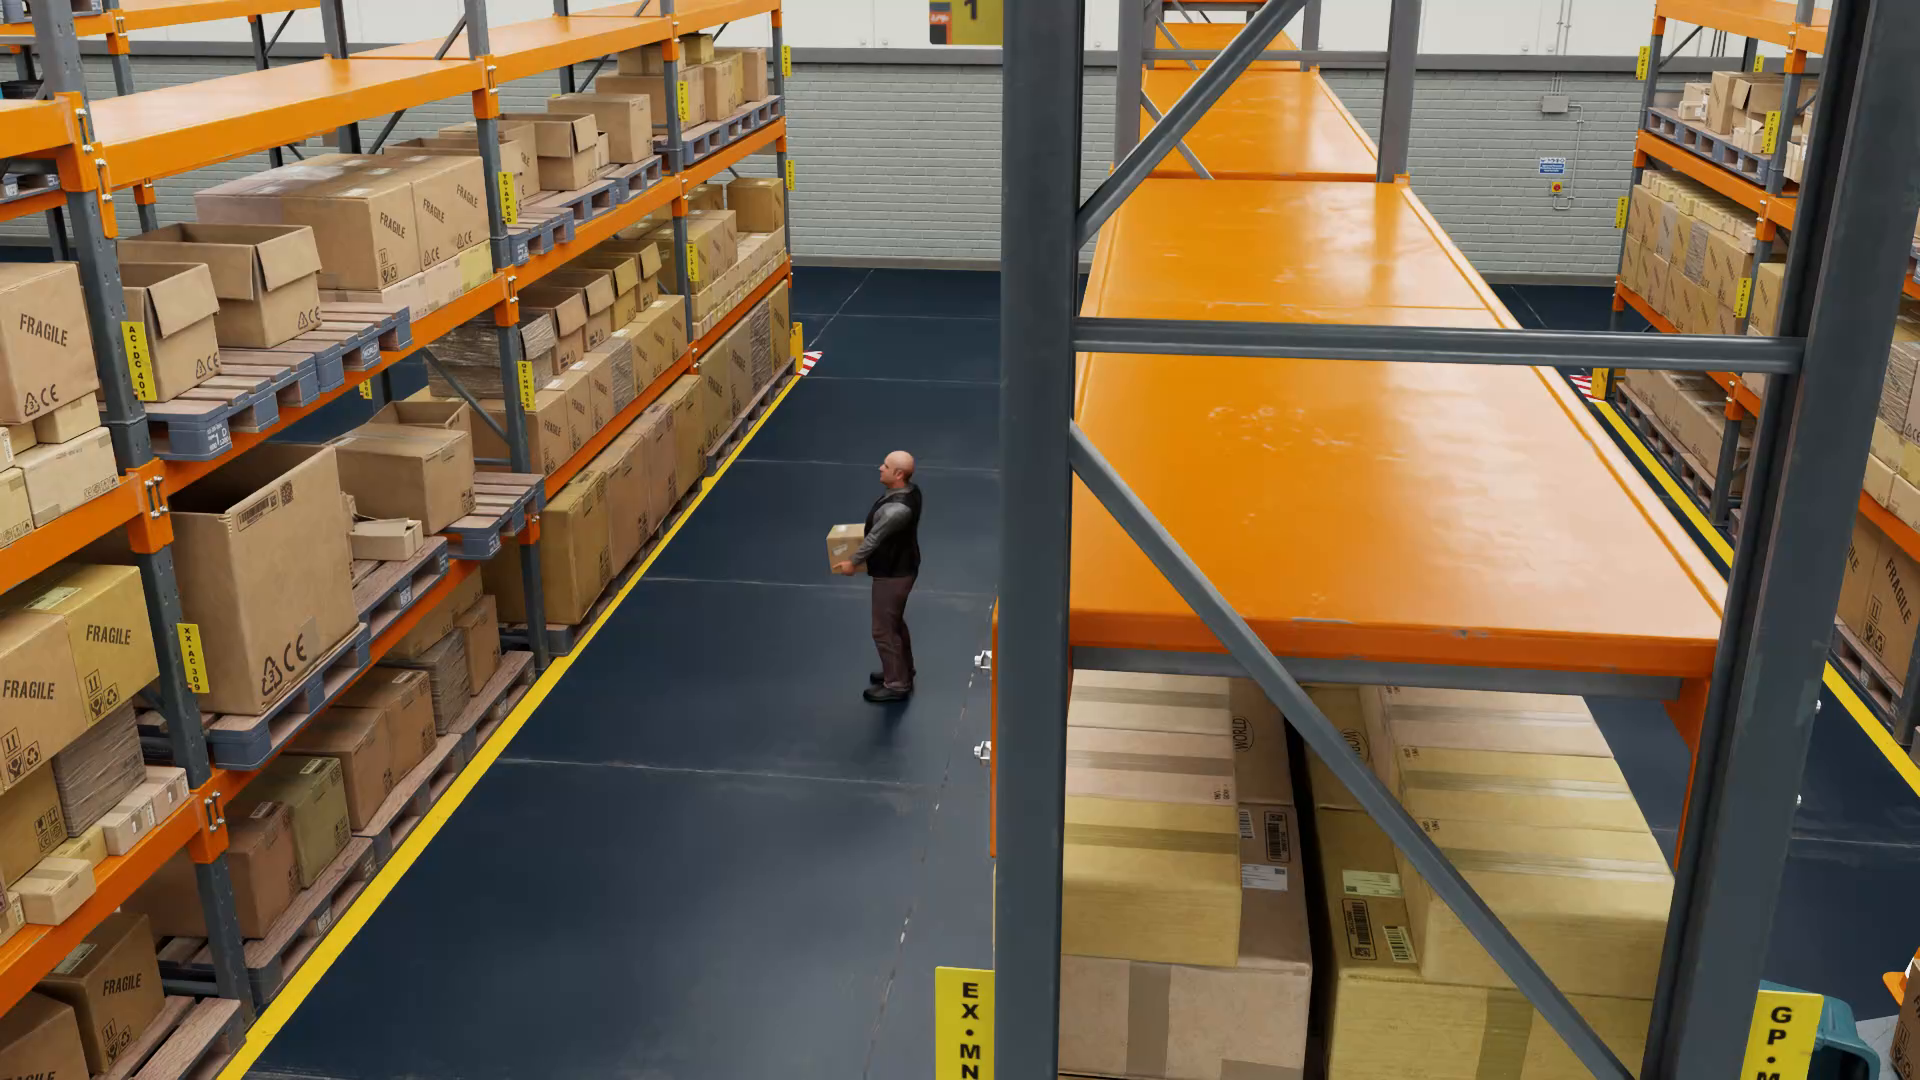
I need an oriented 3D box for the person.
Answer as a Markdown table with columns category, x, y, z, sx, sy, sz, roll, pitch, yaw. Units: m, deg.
| category | x | y | z | sx | sy | sz | roll | pitch | yaw |
| --- | --- | --- | --- | --- | --- | --- | --- | --- | --- |
| person | -0.539 | 0.223 | 10.976 | 0.559 | 1.711 | 0.494 | 3 | 21 | 7 |
